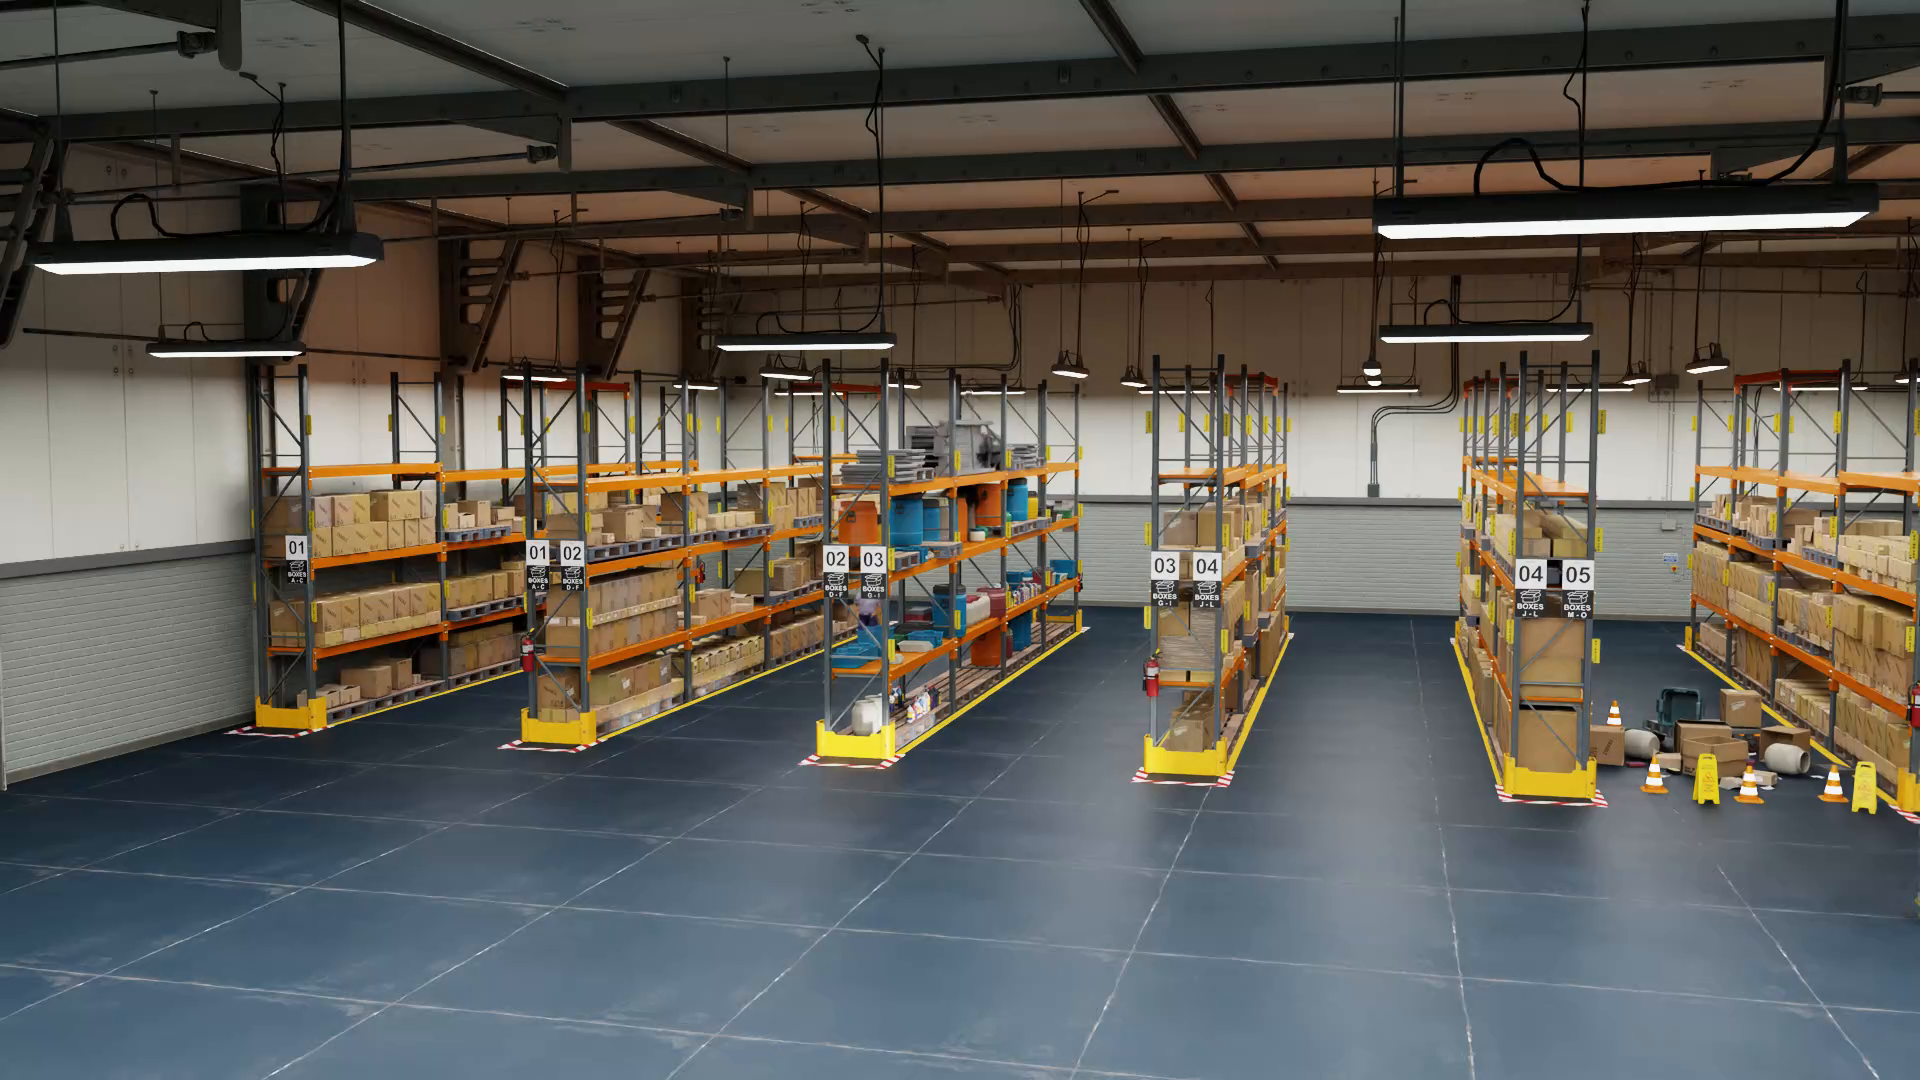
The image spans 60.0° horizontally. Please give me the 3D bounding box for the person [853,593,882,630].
[{"bbox_3d":[-1.852,1.621,33.264,0.608,1.612,0.501,0,4,2],"label":"person"}]
